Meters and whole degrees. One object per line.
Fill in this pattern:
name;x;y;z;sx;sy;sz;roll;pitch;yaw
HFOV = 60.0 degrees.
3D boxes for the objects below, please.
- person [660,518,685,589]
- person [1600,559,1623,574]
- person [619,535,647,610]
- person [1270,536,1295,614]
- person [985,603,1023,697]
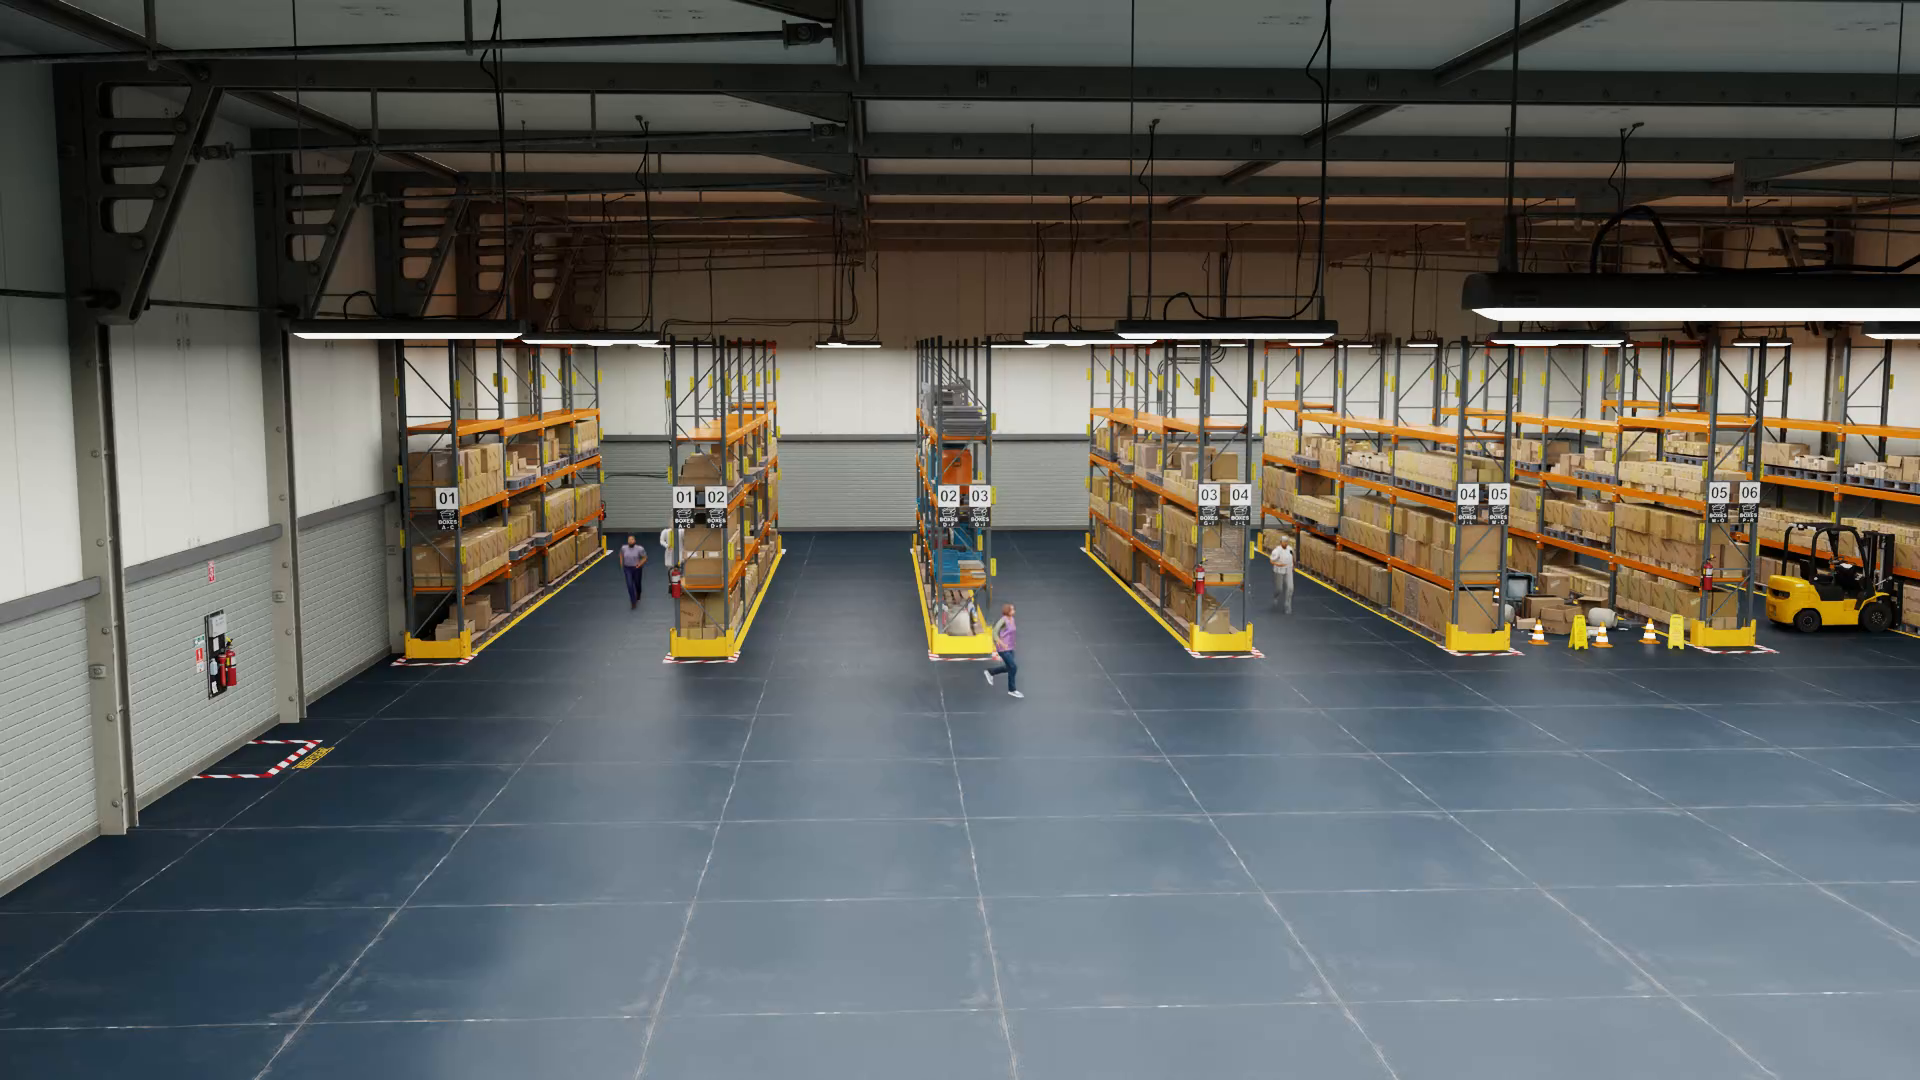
person;-6.802;0.353;39.603;0.672;1.771;0.838;-1;7;-7
person;16.349;0.186;41.746;0.540;1.660;1.072;0;6;-2
person;-7.325;0.699;37.276;0.630;1.644;0.895;-1;7;-5
person;7.118;0.755;36.732;0.636;1.712;0.894;-2;7;-14
person;0.706;1.824;27.660;0.695;1.576;0.559;3;7;27
